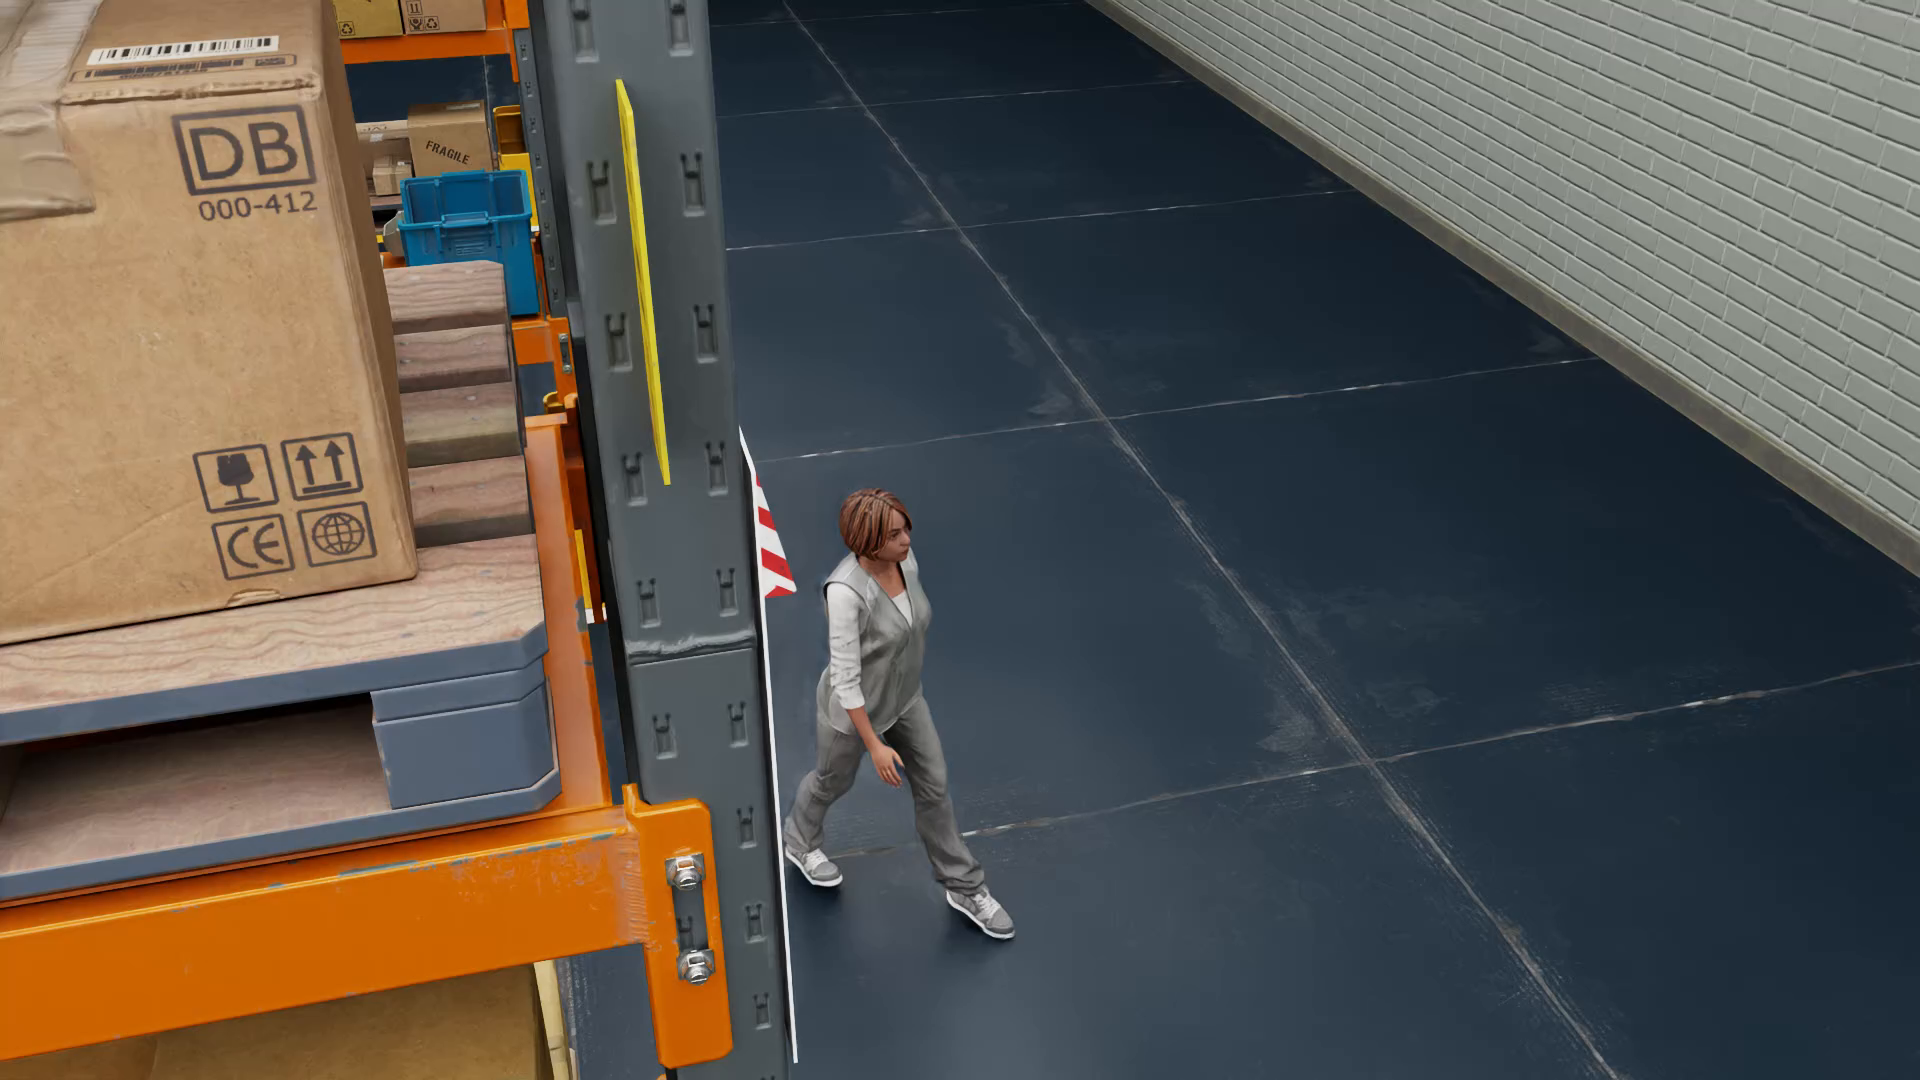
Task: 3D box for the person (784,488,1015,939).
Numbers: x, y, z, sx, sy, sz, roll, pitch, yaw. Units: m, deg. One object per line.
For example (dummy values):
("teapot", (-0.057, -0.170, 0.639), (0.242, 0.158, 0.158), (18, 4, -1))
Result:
("person", (-0.232, 0.540, 5.221), (0.862, 1.577, 0.462), (22, 37, 32))
